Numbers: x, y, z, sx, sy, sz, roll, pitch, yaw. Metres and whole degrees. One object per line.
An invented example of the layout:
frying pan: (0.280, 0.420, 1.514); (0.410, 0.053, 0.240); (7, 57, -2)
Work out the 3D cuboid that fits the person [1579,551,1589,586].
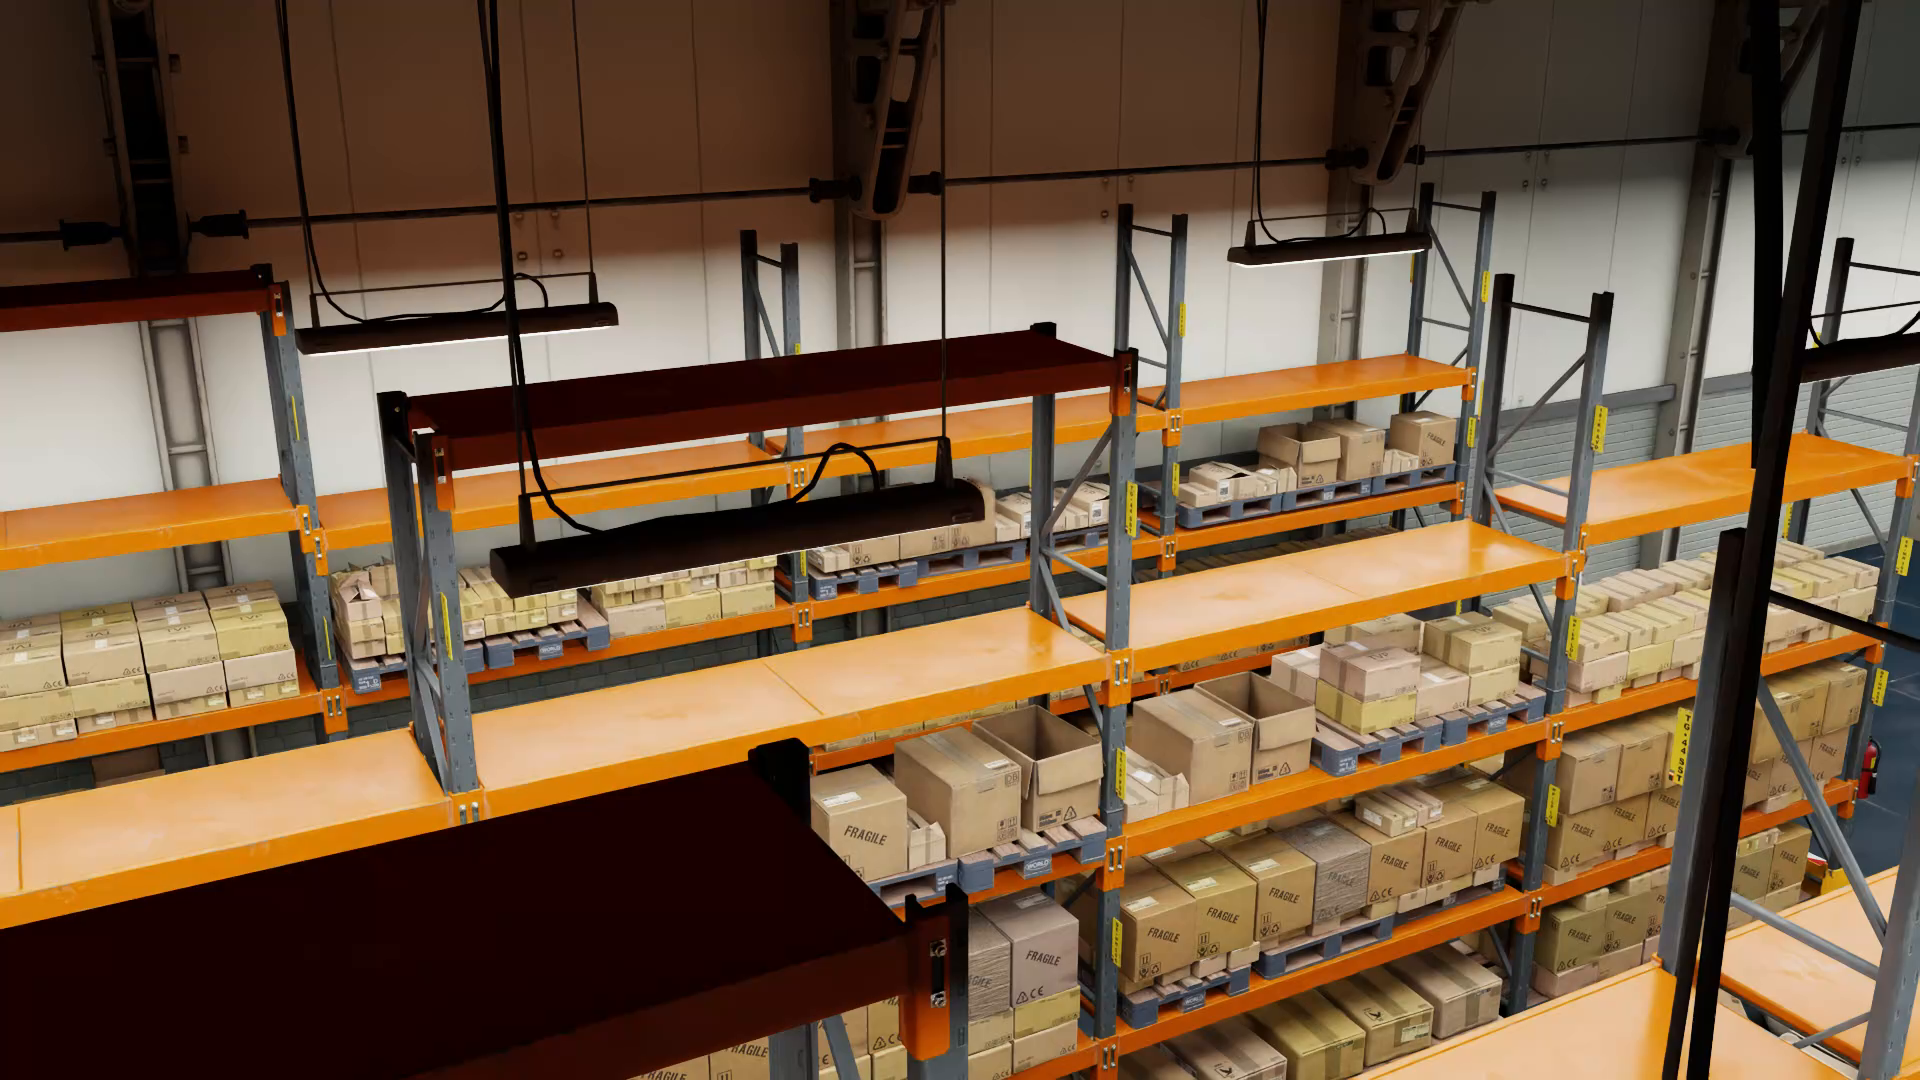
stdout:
person: (7.510, 0.833, 20.533); (0.765, 1.553, 0.444); (5, 19, 14)
